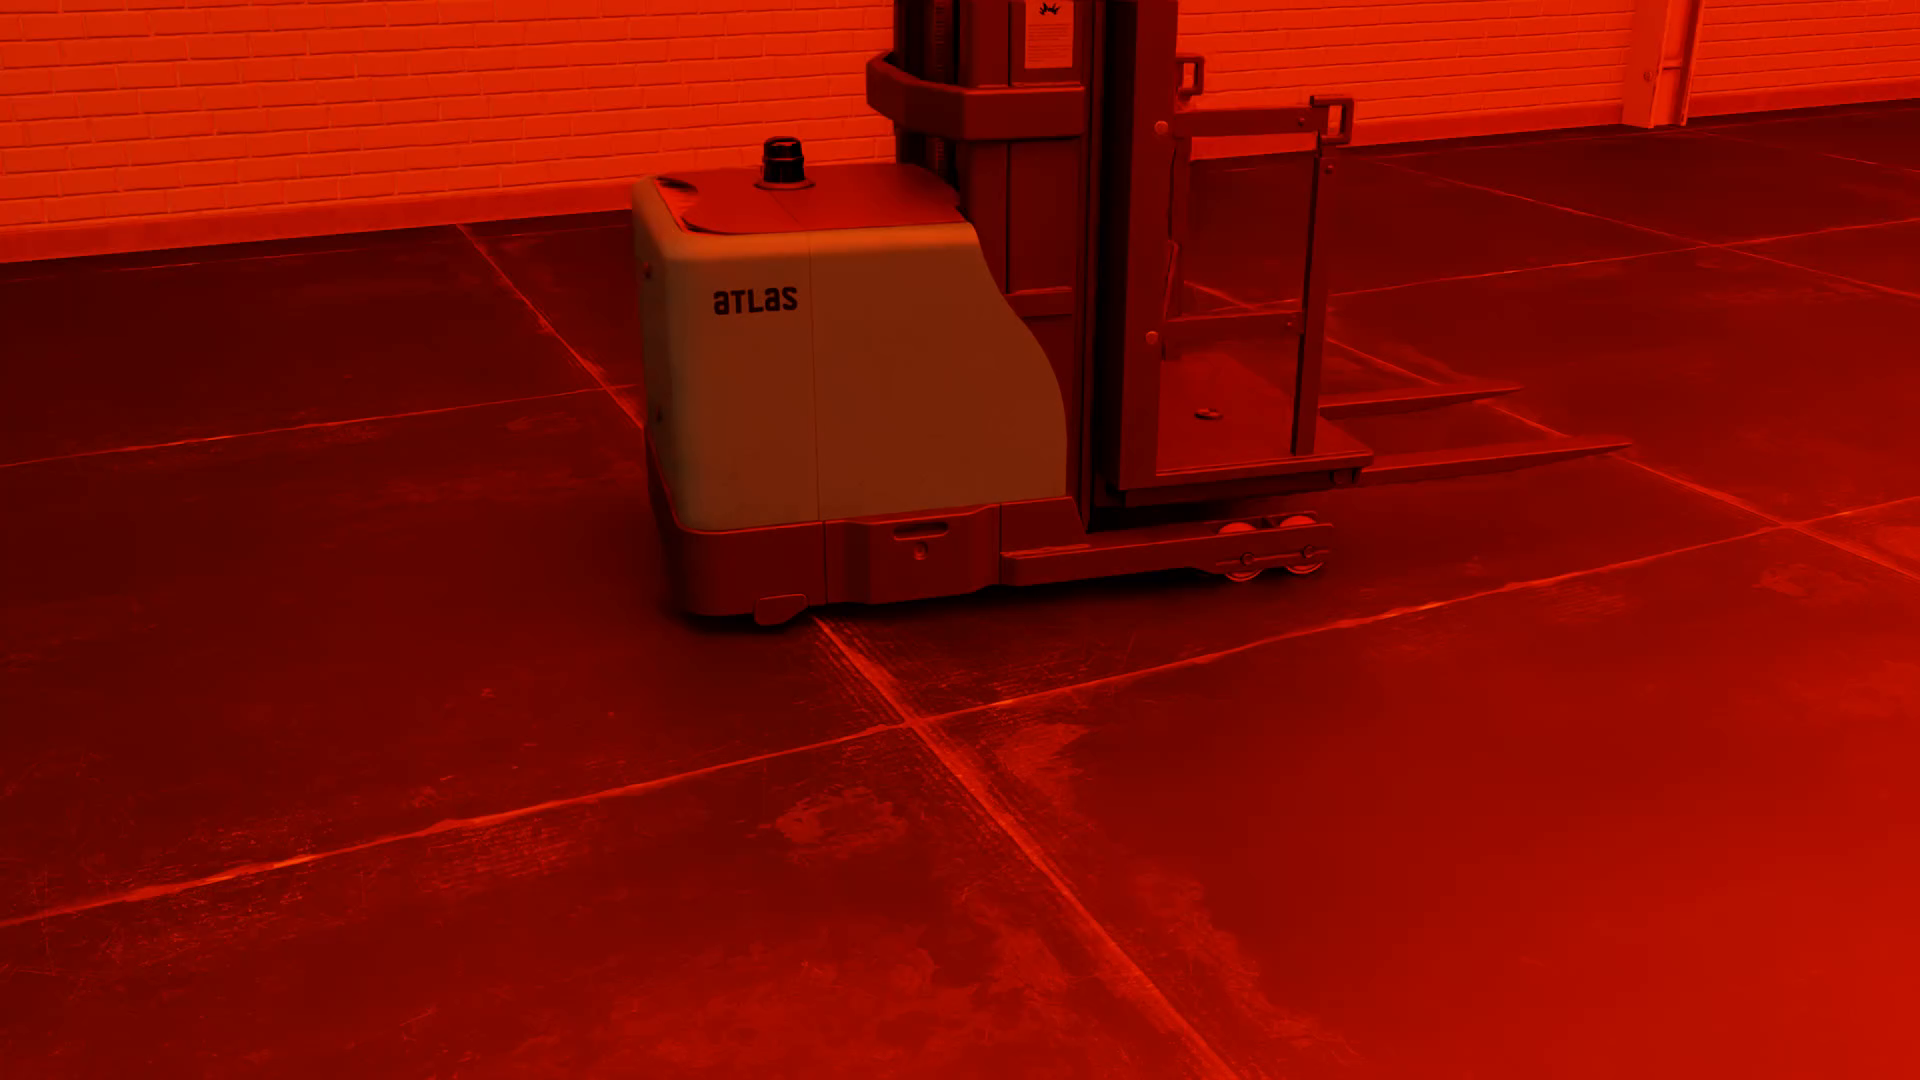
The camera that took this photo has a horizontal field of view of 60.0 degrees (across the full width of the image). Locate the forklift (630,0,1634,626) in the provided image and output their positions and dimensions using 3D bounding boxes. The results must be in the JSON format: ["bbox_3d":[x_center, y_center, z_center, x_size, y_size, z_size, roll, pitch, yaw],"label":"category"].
[{"bbox_3d":[0.591,-1.423,4.712,3.031,2.935,1.130,-6,23,-14],"label":"forklift"}]
